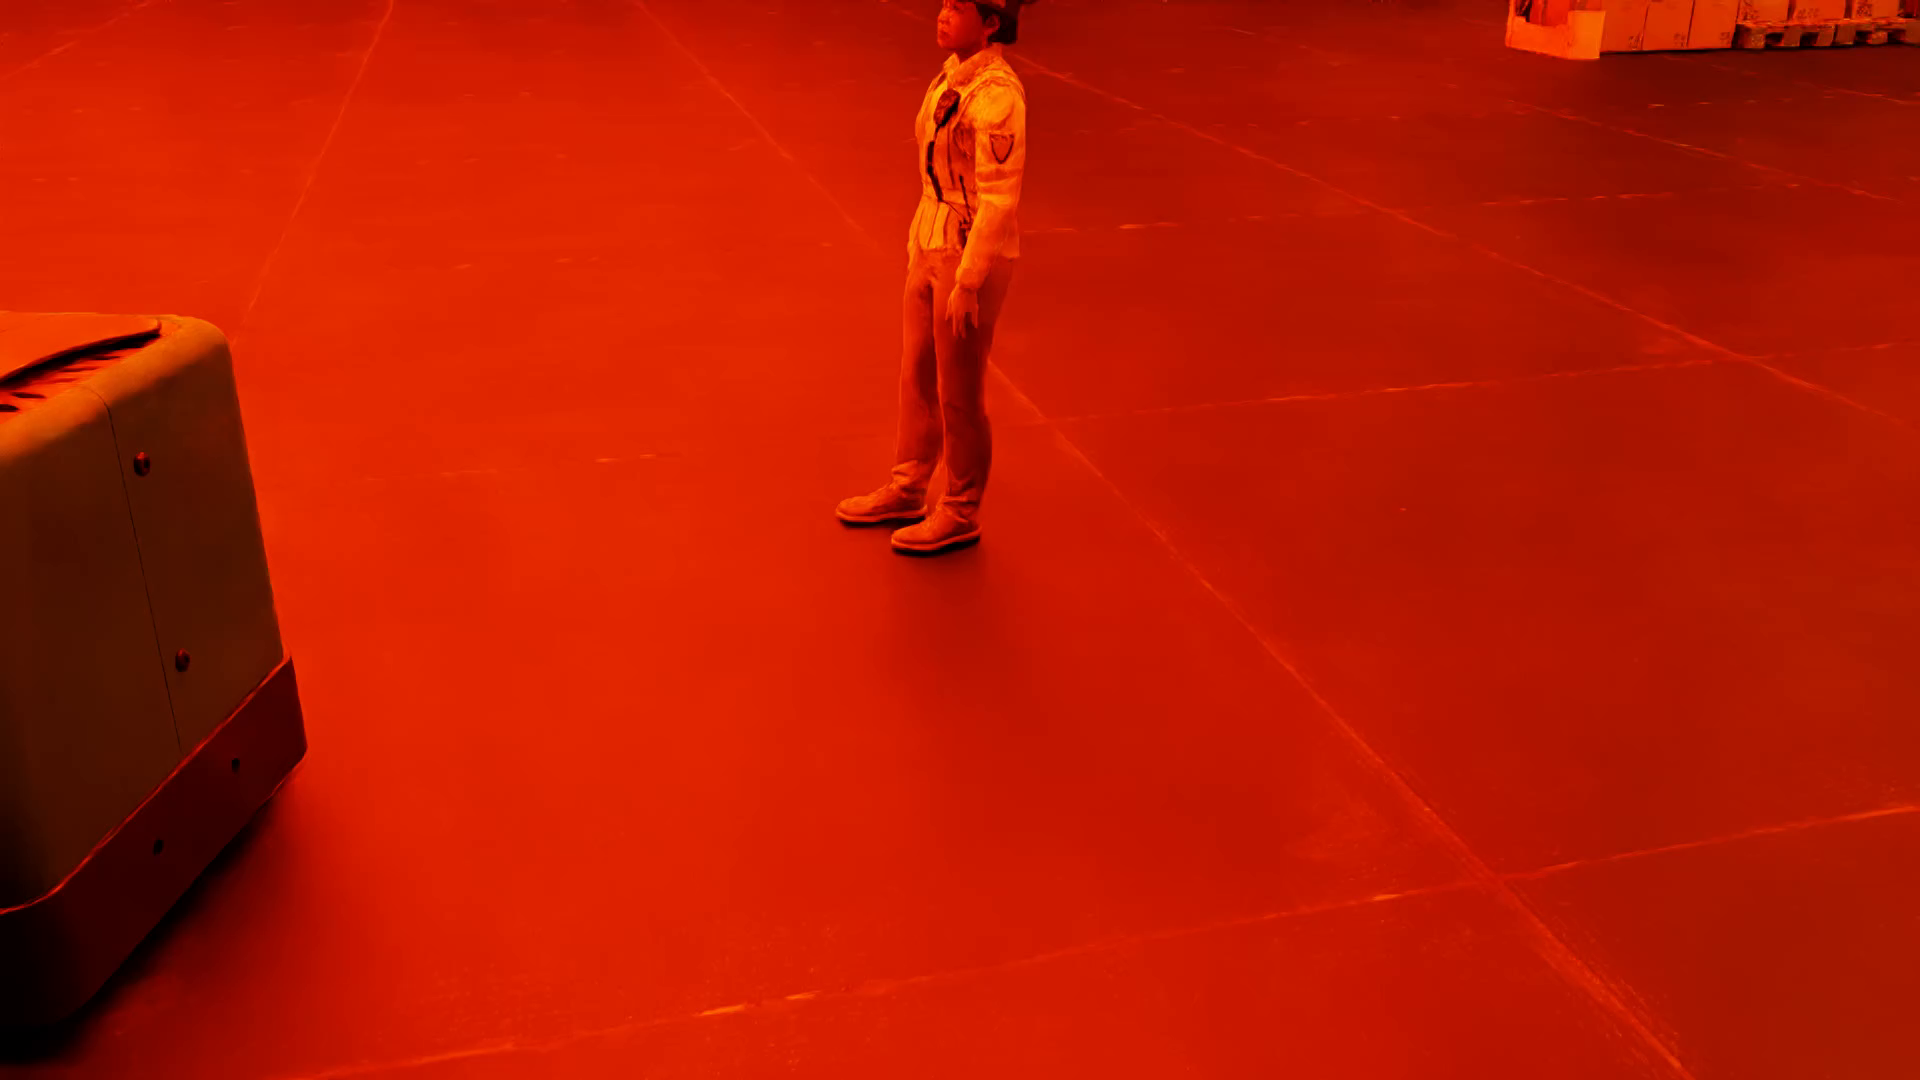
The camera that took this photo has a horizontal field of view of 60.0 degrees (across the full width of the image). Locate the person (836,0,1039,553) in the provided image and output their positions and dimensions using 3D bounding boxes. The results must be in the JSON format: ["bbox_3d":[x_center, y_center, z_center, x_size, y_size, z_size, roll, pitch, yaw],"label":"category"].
[{"bbox_3d":[-0.067,-0.782,4.708,0.533,1.695,0.586,-6,24,-14],"label":"person"}]

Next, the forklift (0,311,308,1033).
[{"bbox_3d":[-3.017,-0.683,2.916,3.031,2.935,1.130,2,23,4],"label":"forklift"}]
